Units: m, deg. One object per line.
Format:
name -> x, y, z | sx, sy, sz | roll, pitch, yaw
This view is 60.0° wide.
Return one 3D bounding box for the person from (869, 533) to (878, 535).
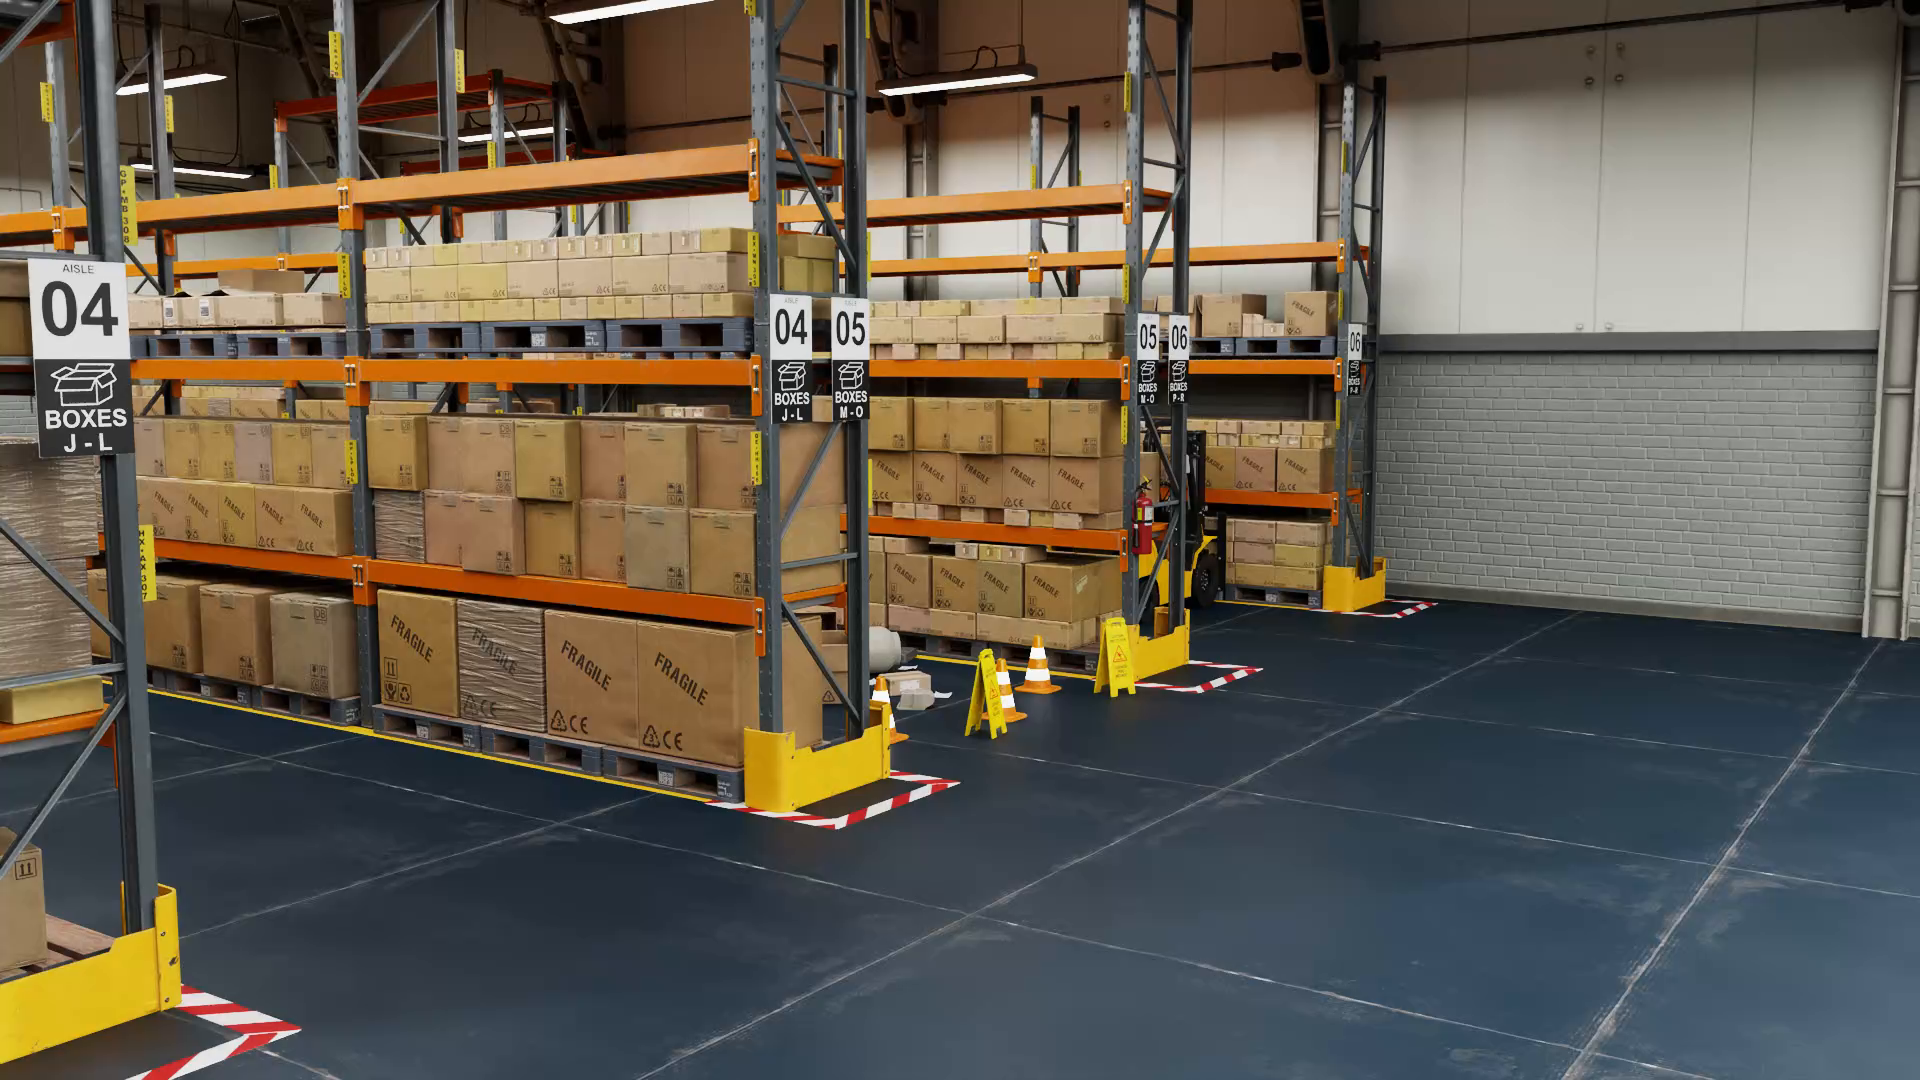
person -> -0.937, -0.082, 18.515 | 0.423, 1.774, 0.644 | 4, 7, 32
